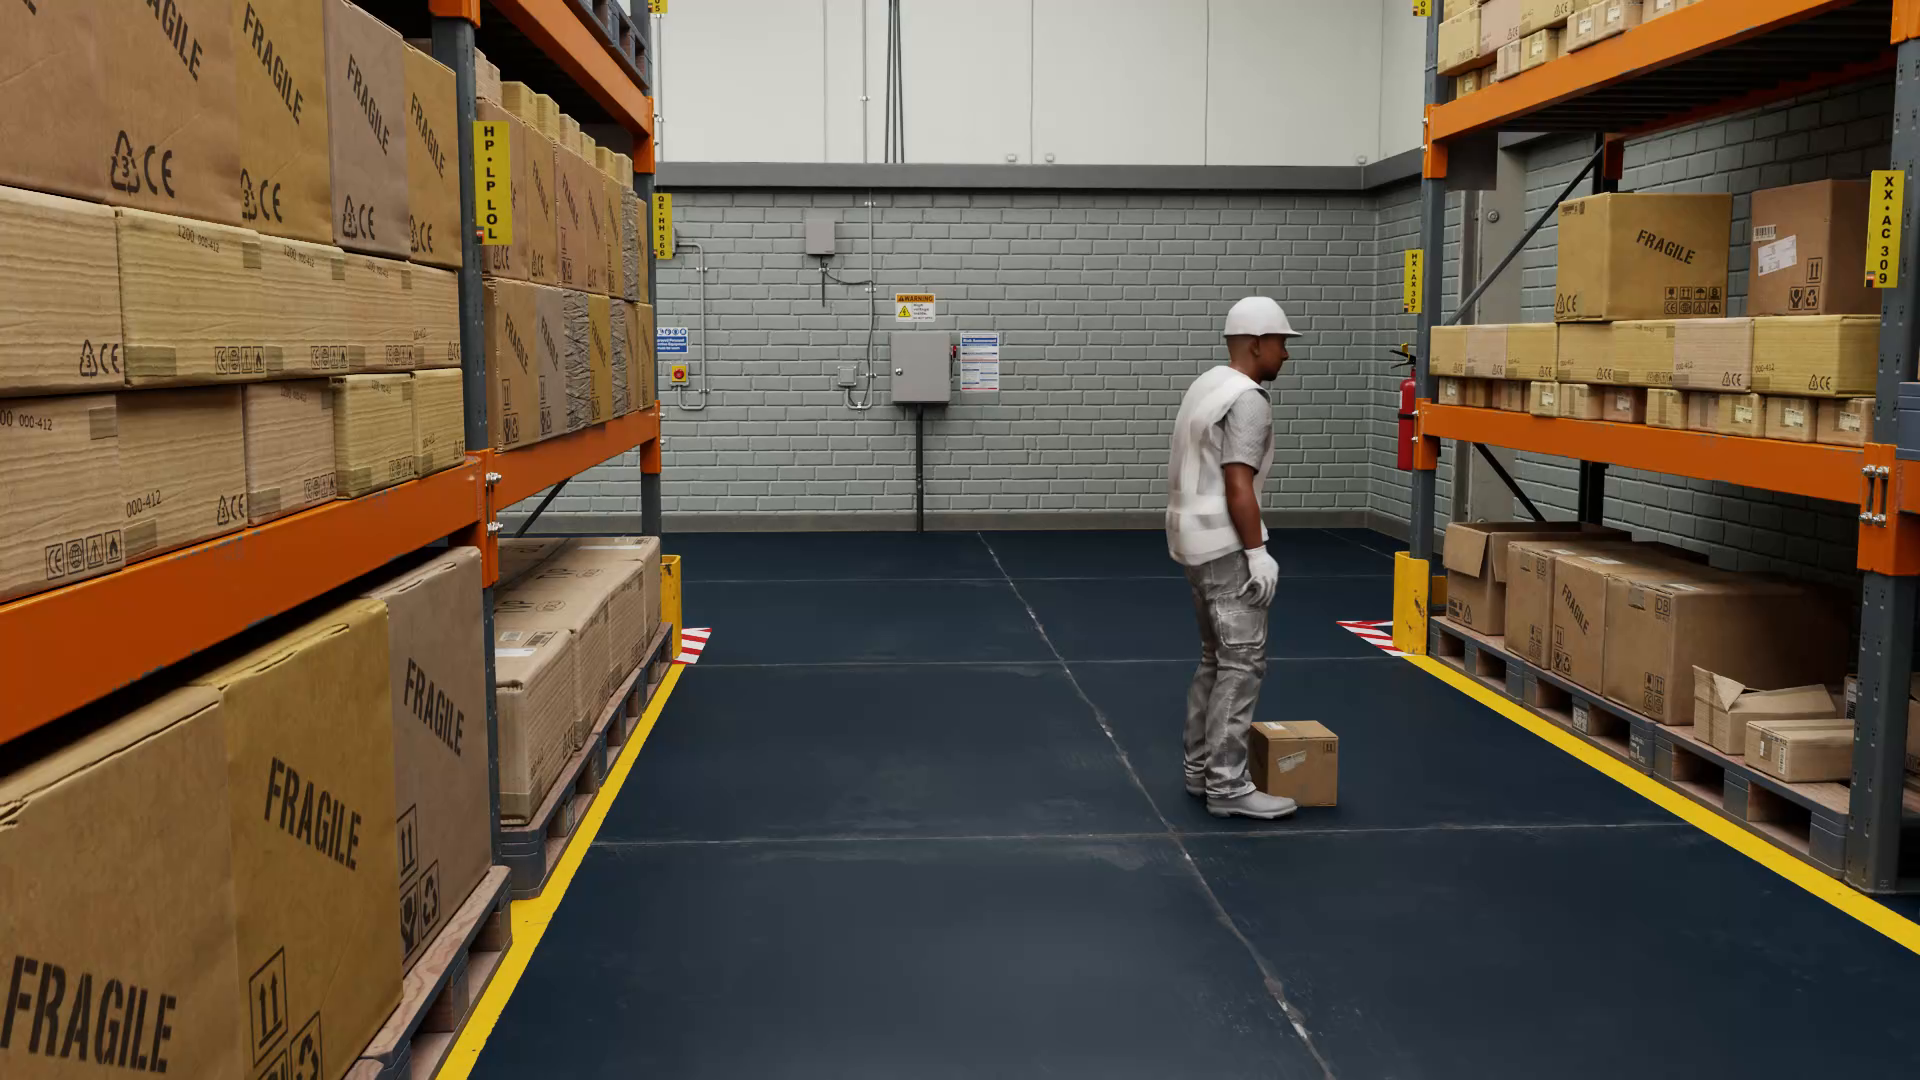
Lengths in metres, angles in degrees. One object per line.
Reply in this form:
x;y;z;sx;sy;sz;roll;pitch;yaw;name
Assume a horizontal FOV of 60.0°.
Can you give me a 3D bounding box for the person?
0.961;0.045;5.815;0.454;1.774;0.624;-1;7;-5;person
